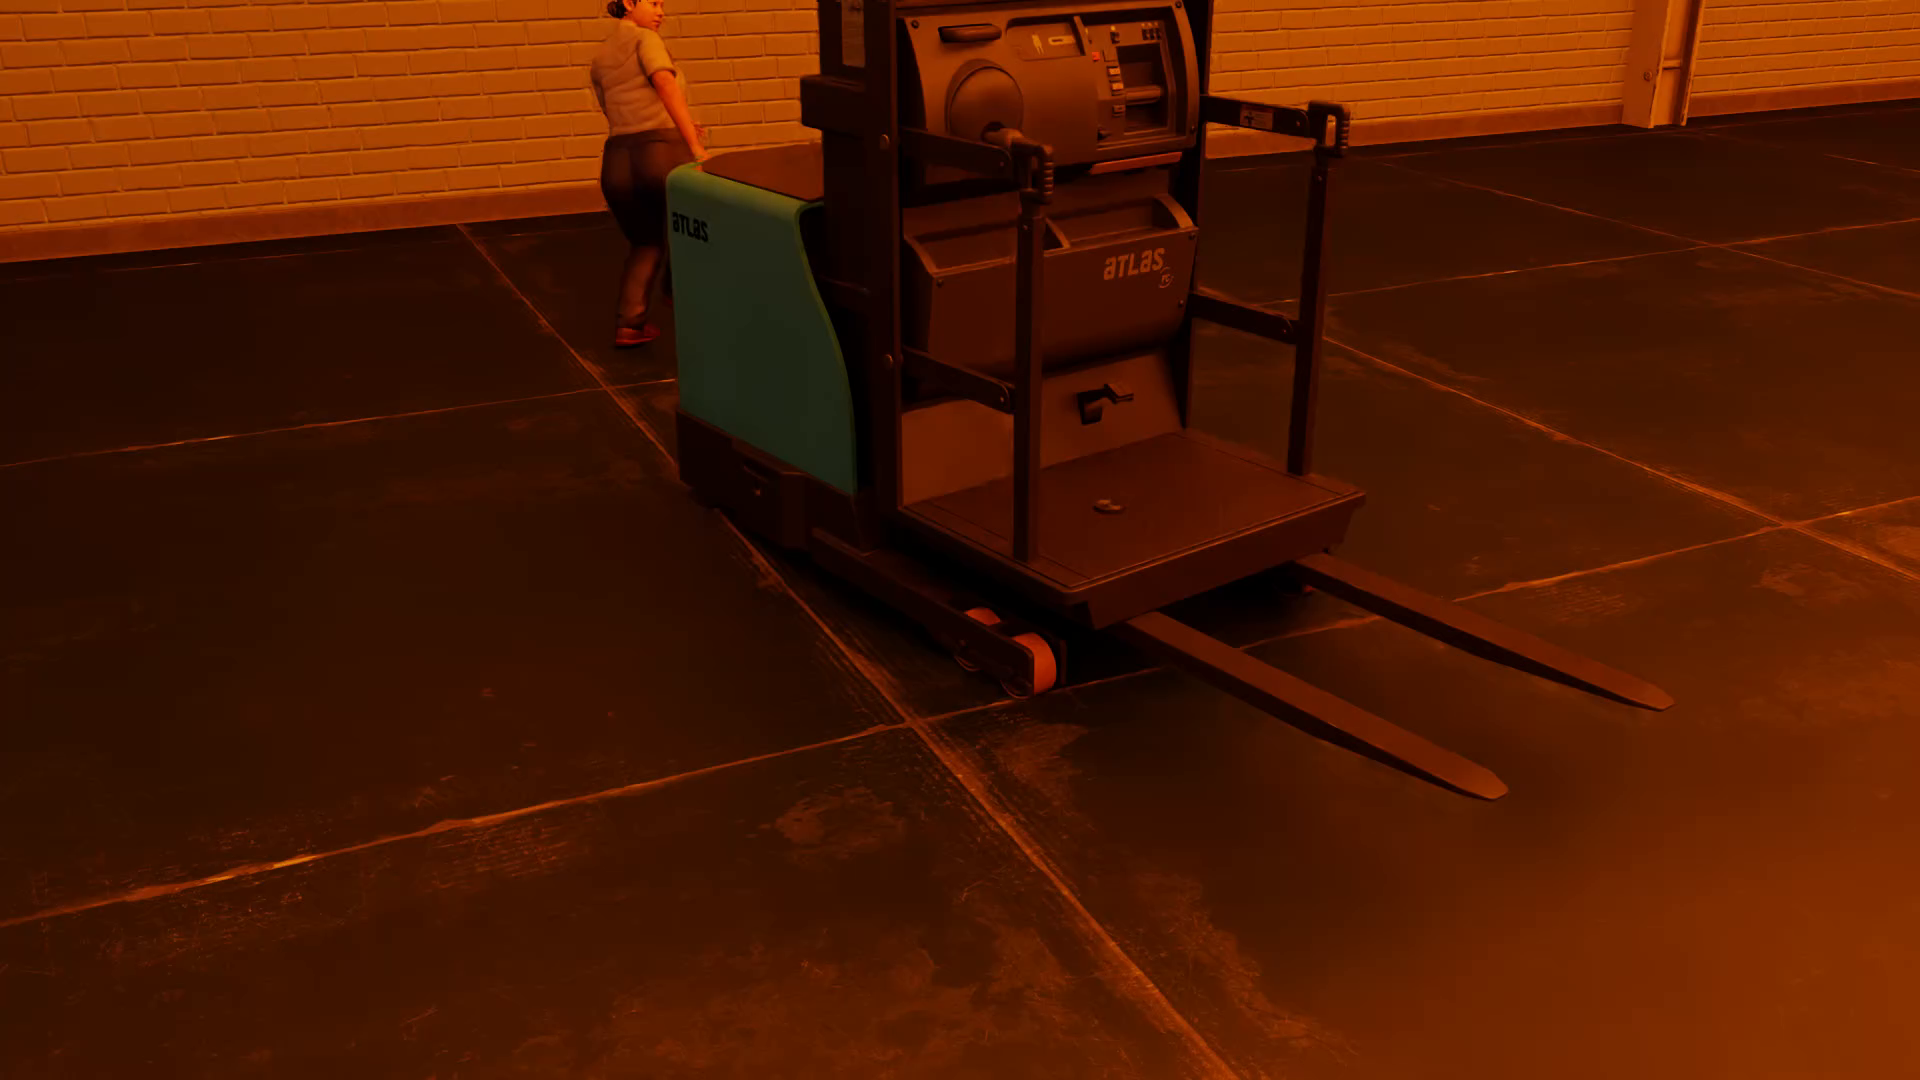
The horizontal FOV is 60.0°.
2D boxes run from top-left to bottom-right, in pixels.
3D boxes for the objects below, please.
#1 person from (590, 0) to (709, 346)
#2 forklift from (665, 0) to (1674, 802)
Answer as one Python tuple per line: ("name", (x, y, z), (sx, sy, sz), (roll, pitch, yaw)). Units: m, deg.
("person", (-1.205, -1.600, 7.043), (0.706, 1.500, 0.737), (9, 24, 21))
("forklift", (0.386, -1.170, 4.103), (1.130, 2.935, 3.031), (-17, 28, -35))
